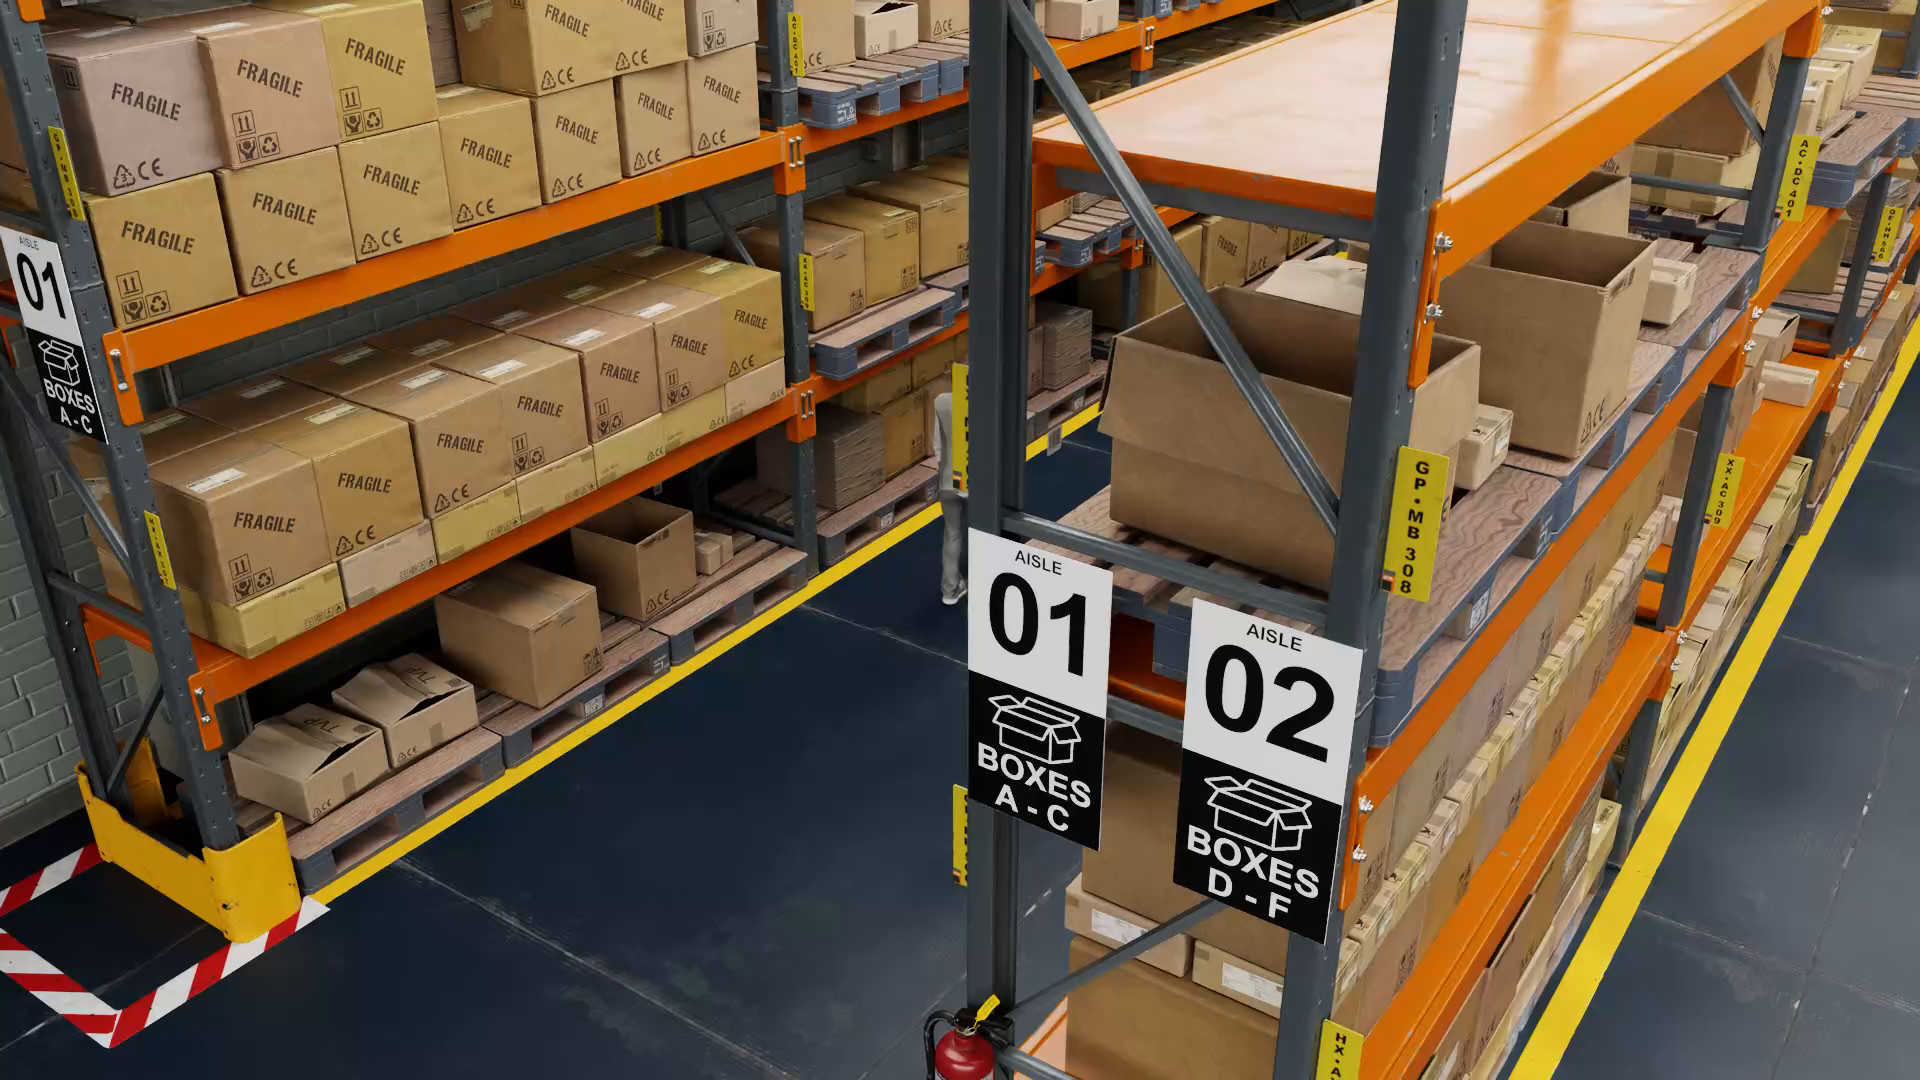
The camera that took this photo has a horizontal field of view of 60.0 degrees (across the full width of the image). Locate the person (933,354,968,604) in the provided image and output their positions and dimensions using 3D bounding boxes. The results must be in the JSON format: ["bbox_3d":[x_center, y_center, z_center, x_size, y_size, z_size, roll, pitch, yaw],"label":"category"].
[{"bbox_3d":[0.028,-0.322,9.803,0.417,1.564,0.340,11,29,20],"label":"person"}]
